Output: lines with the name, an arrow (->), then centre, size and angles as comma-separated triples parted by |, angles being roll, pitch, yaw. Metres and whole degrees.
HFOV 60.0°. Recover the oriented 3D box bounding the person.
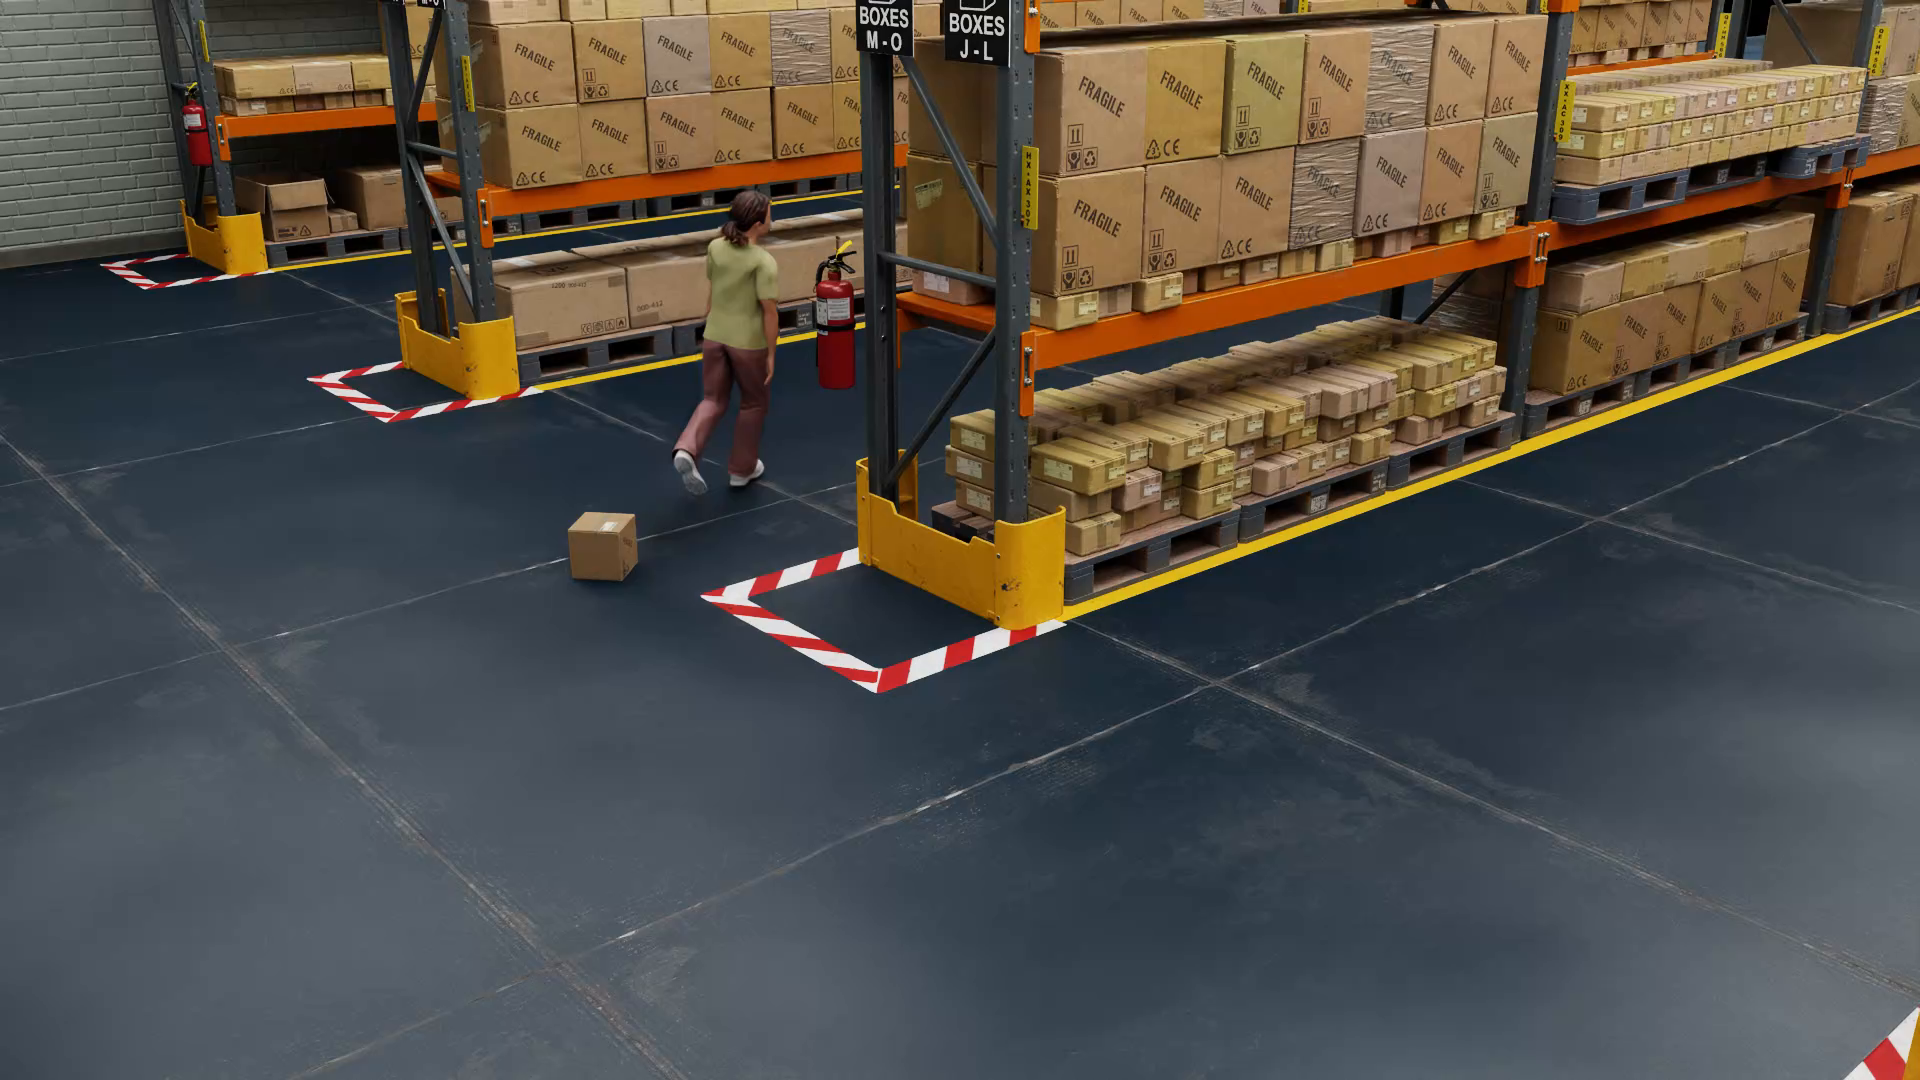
person -> -1.179, -1.001, 8.694 | 0.513, 1.627, 0.800 | 10, 23, 23
